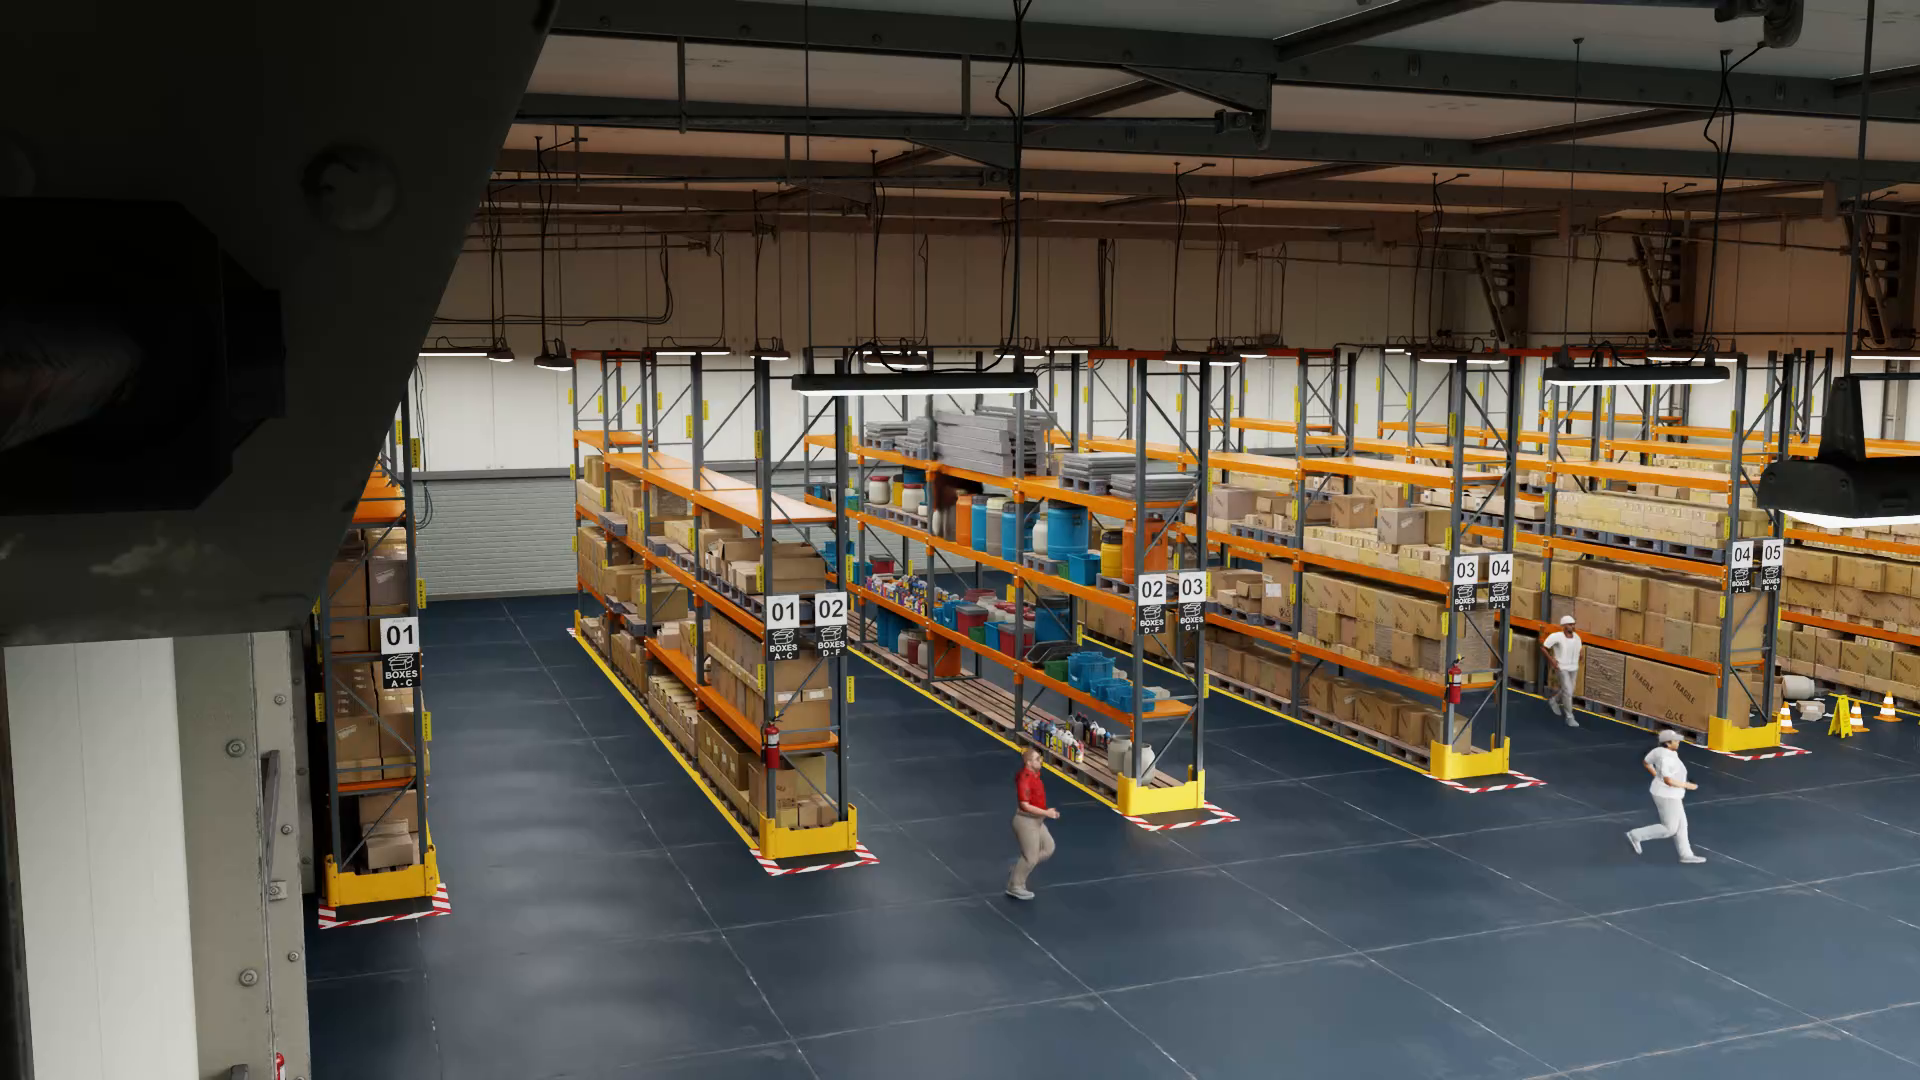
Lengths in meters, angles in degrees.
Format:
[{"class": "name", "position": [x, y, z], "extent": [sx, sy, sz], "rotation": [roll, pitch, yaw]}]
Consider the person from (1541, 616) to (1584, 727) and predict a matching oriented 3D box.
[{"class": "person", "position": [9.838, 2.101, 27.054], "extent": [0.706, 1.767, 0.826], "rotation": [-3, 8, -20]}]

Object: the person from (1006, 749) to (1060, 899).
[{"class": "person", "position": [0.833, 3.175, 18.681], "extent": [0.615, 1.692, 0.692], "rotation": [1, 7, 11]}]

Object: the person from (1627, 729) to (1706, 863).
[{"class": "person", "position": [8.453, 3.059, 19.849], "extent": [0.943, 1.628, 0.621], "rotation": [1, 7, 11]}]
